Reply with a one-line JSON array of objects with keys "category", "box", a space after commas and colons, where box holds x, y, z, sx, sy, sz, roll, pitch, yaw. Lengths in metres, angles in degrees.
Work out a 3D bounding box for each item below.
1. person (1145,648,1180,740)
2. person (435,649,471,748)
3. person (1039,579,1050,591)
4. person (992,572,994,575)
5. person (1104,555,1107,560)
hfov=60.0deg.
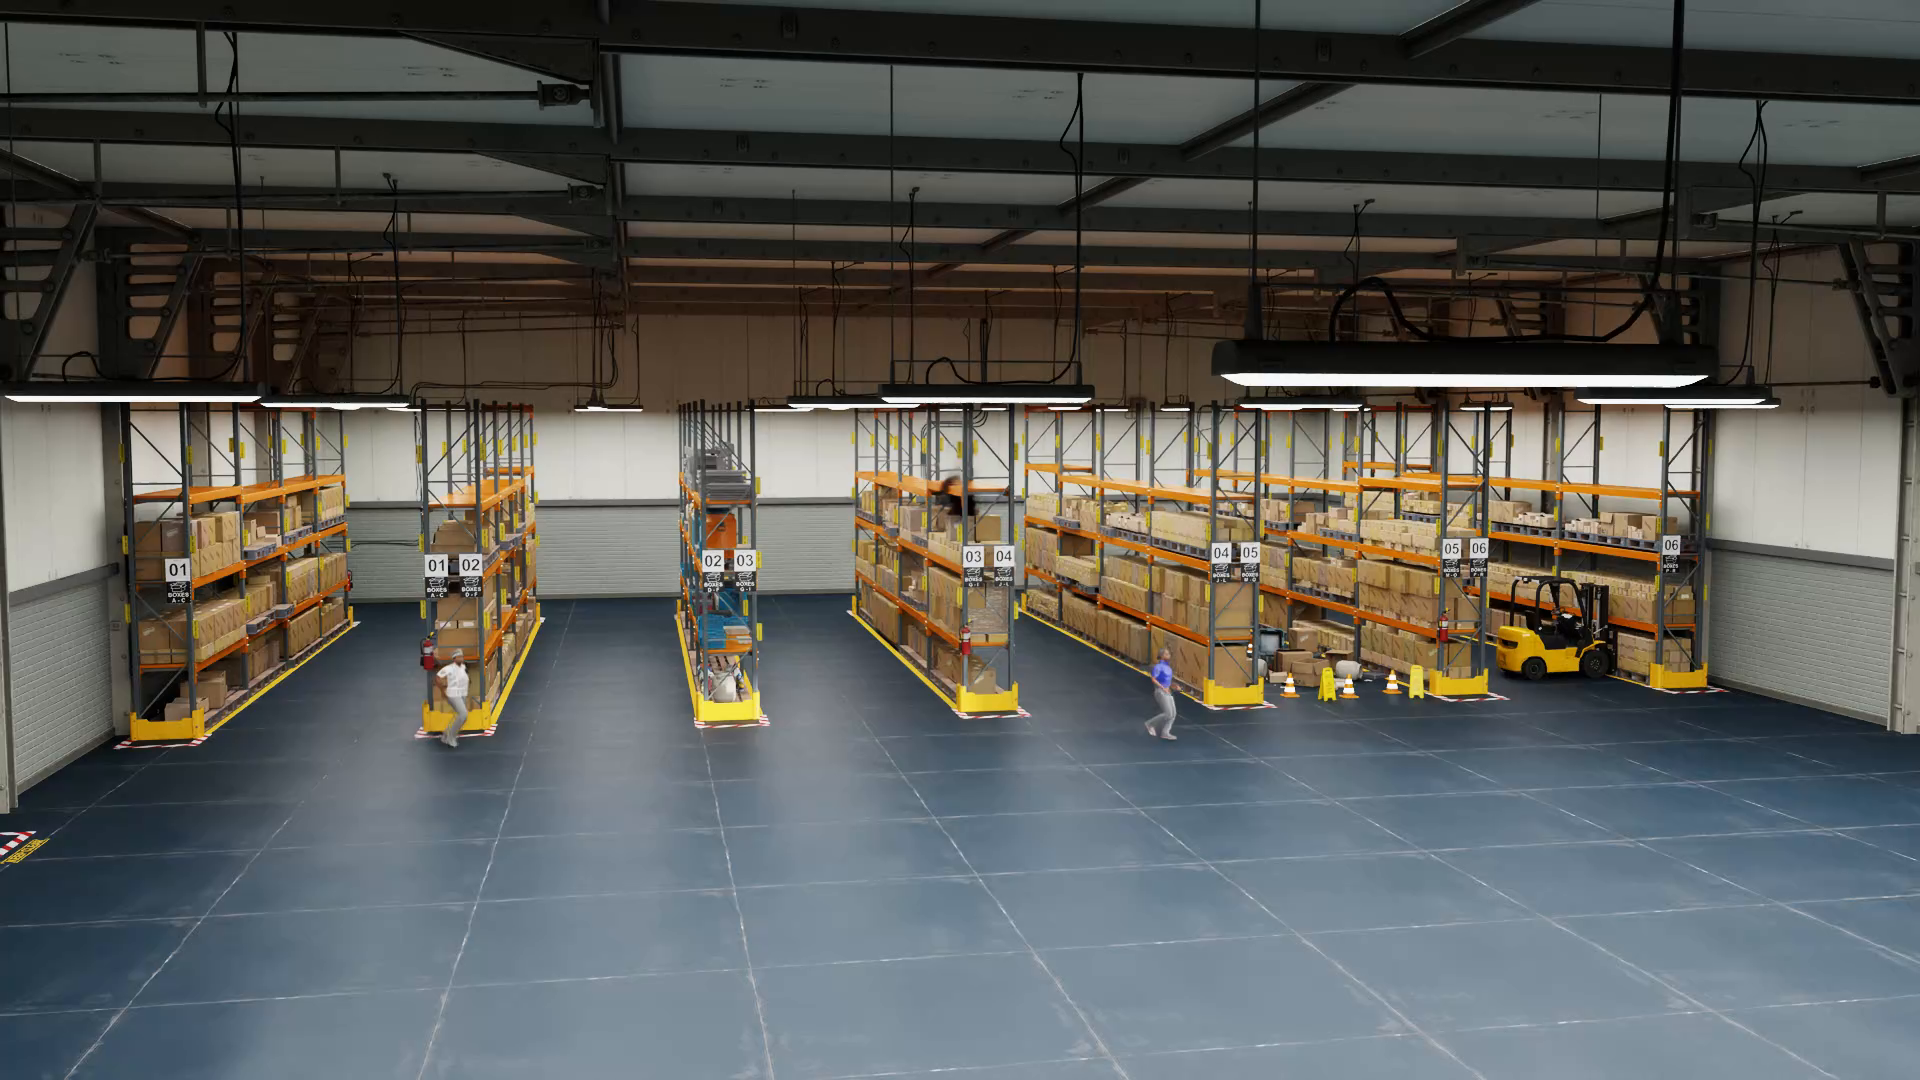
[{"category": "person", "box": [3.562, 2.703, 29.322, 0.566, 1.609, 0.600, 2, 5, 25]}, {"category": "person", "box": [-8.696, 2.716, 28.738, 0.631, 1.693, 0.558, 2, 5, 21]}, {"category": "person", "box": [2.637, 1.141, 49.996, 0.573, 1.667, 0.642, -1, 4, -17]}, {"category": "person", "box": [1.154, 1.222, 49.046, 0.621, 1.616, 0.525, 4, 6, 43]}, {"category": "person", "box": [4.172, 1.315, 47.172, 0.580, 1.734, 0.849, -1, 4, -12]}]
